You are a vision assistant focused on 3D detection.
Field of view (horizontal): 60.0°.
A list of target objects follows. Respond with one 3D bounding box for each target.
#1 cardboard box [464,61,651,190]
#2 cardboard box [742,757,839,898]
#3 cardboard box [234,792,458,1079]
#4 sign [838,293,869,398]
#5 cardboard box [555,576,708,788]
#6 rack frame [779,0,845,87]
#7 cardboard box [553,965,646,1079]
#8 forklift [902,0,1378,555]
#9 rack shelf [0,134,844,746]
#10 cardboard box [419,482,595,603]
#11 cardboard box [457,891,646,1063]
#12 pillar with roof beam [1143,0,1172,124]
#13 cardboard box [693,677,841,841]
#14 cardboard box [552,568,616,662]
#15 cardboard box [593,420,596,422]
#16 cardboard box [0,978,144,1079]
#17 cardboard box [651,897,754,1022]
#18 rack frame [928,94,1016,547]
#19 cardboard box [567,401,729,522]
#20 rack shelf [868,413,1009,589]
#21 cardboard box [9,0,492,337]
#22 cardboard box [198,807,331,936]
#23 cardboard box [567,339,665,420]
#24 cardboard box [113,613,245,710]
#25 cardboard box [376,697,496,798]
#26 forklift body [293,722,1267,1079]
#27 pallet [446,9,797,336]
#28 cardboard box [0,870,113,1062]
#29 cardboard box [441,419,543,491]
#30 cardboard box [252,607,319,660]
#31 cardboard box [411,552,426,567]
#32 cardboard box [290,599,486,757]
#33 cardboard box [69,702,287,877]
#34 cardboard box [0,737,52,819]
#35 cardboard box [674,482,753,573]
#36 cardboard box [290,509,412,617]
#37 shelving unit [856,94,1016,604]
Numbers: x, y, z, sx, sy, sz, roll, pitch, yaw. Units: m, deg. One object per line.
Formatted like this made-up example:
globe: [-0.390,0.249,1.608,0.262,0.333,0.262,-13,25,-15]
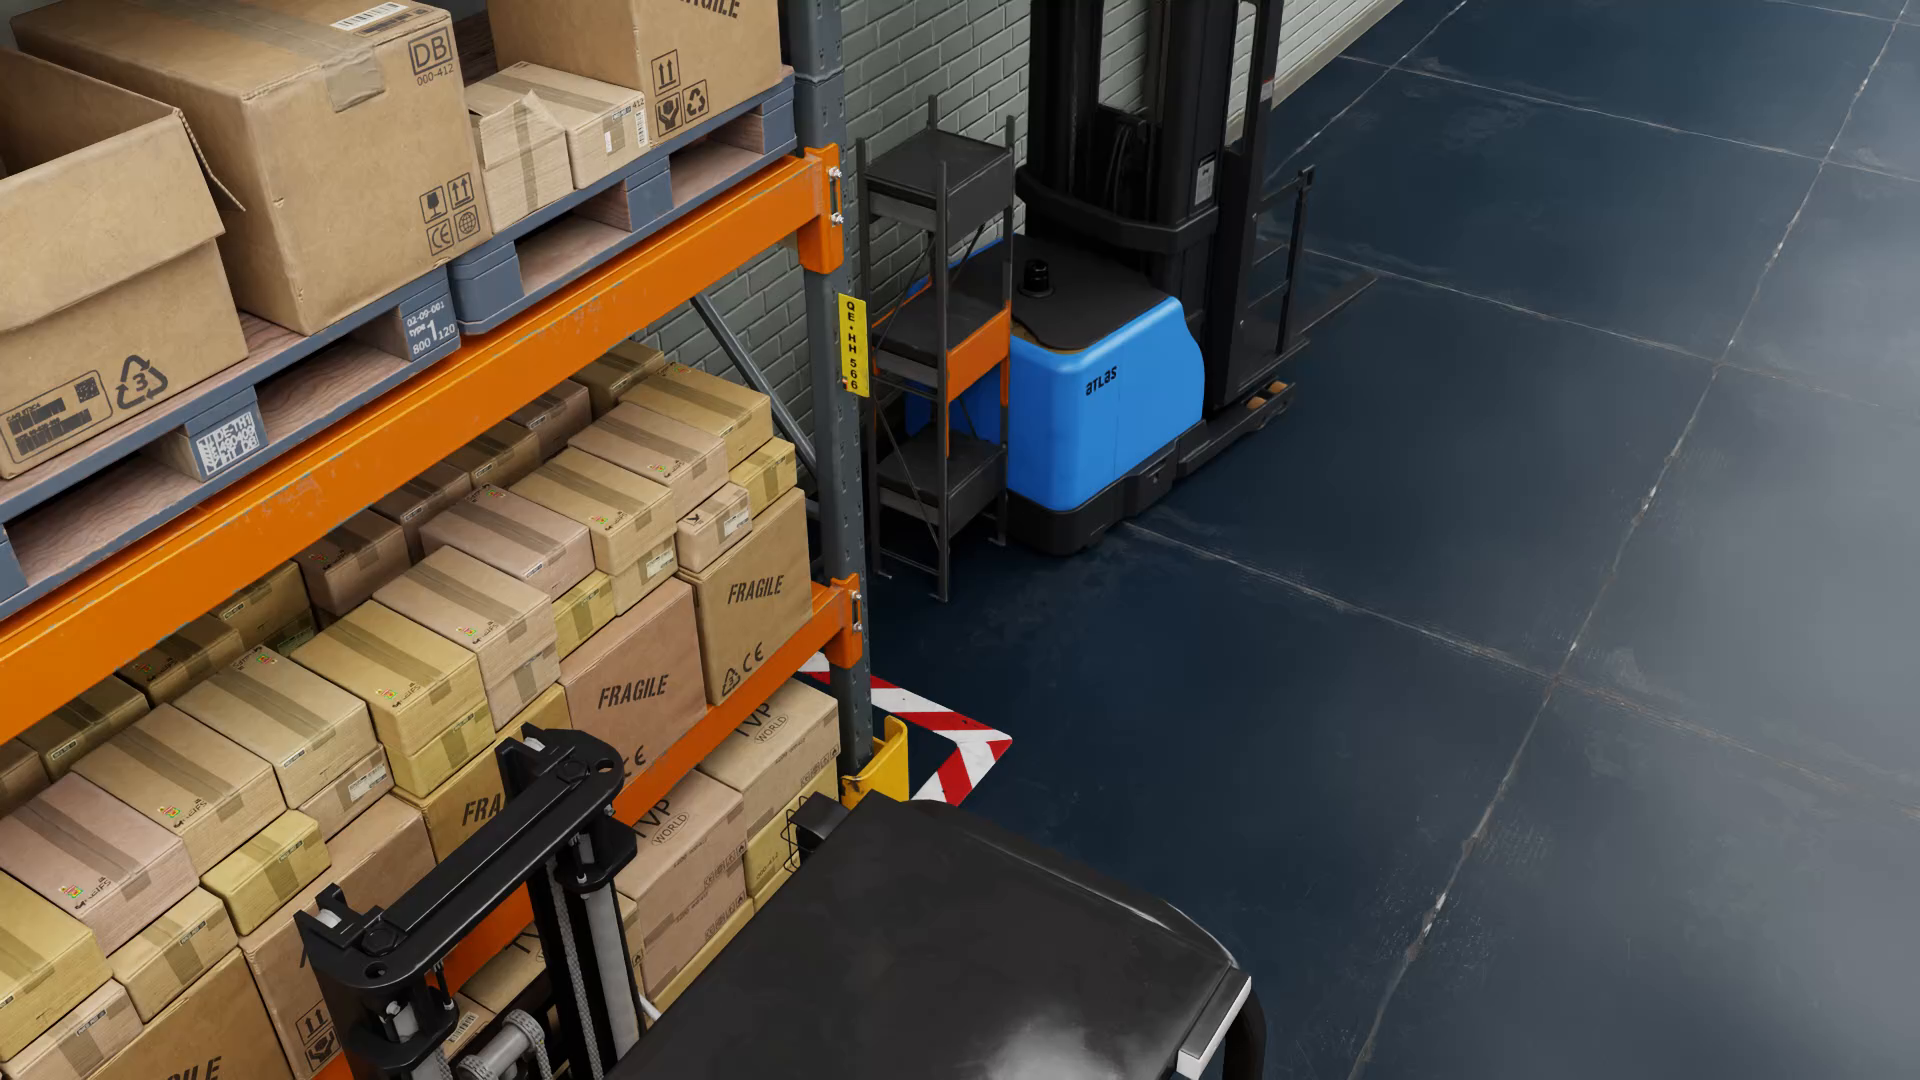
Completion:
cardboard box: [-0.953,-0.970,3.875,0.380,0.149,0.250,20,42,24]
cardboard box: [-0.762,0.875,5.656,0.500,0.250,0.500,21,42,25]
cardboard box: [-1.627,0.889,4.058,0.500,0.500,0.500,21,43,25]
sign: [-0.314,-0.570,4.890,0.100,0.325,0.005,21,42,25]
cardboard box: [-1.093,0.362,4.742,0.500,0.500,0.500,23,43,26]
rack frame: [-0.765,-2.578,3.724,1.000,3.000,0.127,21,42,25]
cardboard box: [-1.298,1.403,4.971,0.500,0.250,0.500,20,42,24]
forklift: [1.081,-1.909,7.826,1.130,2.935,3.031,29,46,32]
rack shelf: [-1.837,-0.074,3.522,1.077,0.370,4.000,21,42,25]
cardboard box: [-1.198,0.022,4.408,0.380,0.149,0.250,21,43,25]
cardboard box: [-1.279,1.192,4.836,0.500,0.250,0.500,22,43,26]
pillar with roof beam: [4.950,-4.199,5.827,9.100,9.000,0.400,21,42,25]
cardboard box: [-0.748,0.664,5.521,0.500,0.250,0.500,23,43,27]
cardboard box: [-1.159,0.151,4.484,0.380,0.149,0.250,21,42,25]
cardboard box: [-1.166,-0.409,5.210,0.380,0.149,0.250,20,42,24]
cardboard box: [-1.925,0.970,3.422,0.380,0.149,0.250,21,42,25]
cardboard box: [-1.024,1.319,5.490,0.500,0.250,0.500,21,42,25]
rack frame: [0.042,-0.870,7.158,0.400,2.100,0.015,22,43,26]
cardboard box: [-0.885,-0.226,4.729,0.380,0.149,0.250,21,42,25]
rack shelf: [-0.093,-0.180,7.431,0.431,0.518,0.480,22,43,26]
cardboard box: [-1.430,-0.833,3.409,0.700,0.500,0.500,21,43,25]
cardboard box: [-1.670,0.694,3.779,0.380,0.149,0.250,20,42,24]
cardboard box: [-1.125,-0.513,5.102,0.380,0.149,0.250,20,42,24]
cardboard box: [-1.978,0.275,4.080,0.380,0.149,0.250,21,42,25]
cardboard box: [-1.381,0.441,4.108,0.380,0.149,0.250,21,43,25]
forklift body: [-0.241,1.708,3.773,2.313,2.155,1.214,21,42,25]
pallet: [-1.166,-0.999,4.205,1.003,0.211,1.213,21,42,25]
cardboard box: [-1.953,0.838,3.350,0.380,0.149,0.250,21,42,24]
cardboard box: [-1.424,-0.249,4.759,0.380,0.149,0.250,22,43,26]
cardboard box: [-1.915,0.231,4.381,0.380,0.149,0.250,23,43,27]
cardboard box: [-1.580,-0.014,4.698,0.380,0.149,0.250,20,42,24]
cardboard box: [-1.378,0.328,4.011,0.380,0.149,0.250,22,43,26]
cardboard box: [-1.745,0.554,3.718,0.380,0.149,0.250,21,42,25]
cardboard box: [-2.279,0.532,3.746,0.380,0.149,0.250,21,42,25]
cardboard box: [-0.826,-0.087,4.793,0.380,0.149,0.250,22,43,26]
cardboard box: [-1.689,0.018,4.413,0.380,0.149,0.250,23,43,26]
shelving unit: [-0.091,-0.745,6.996,0.431,2.100,0.503,22,43,26]
